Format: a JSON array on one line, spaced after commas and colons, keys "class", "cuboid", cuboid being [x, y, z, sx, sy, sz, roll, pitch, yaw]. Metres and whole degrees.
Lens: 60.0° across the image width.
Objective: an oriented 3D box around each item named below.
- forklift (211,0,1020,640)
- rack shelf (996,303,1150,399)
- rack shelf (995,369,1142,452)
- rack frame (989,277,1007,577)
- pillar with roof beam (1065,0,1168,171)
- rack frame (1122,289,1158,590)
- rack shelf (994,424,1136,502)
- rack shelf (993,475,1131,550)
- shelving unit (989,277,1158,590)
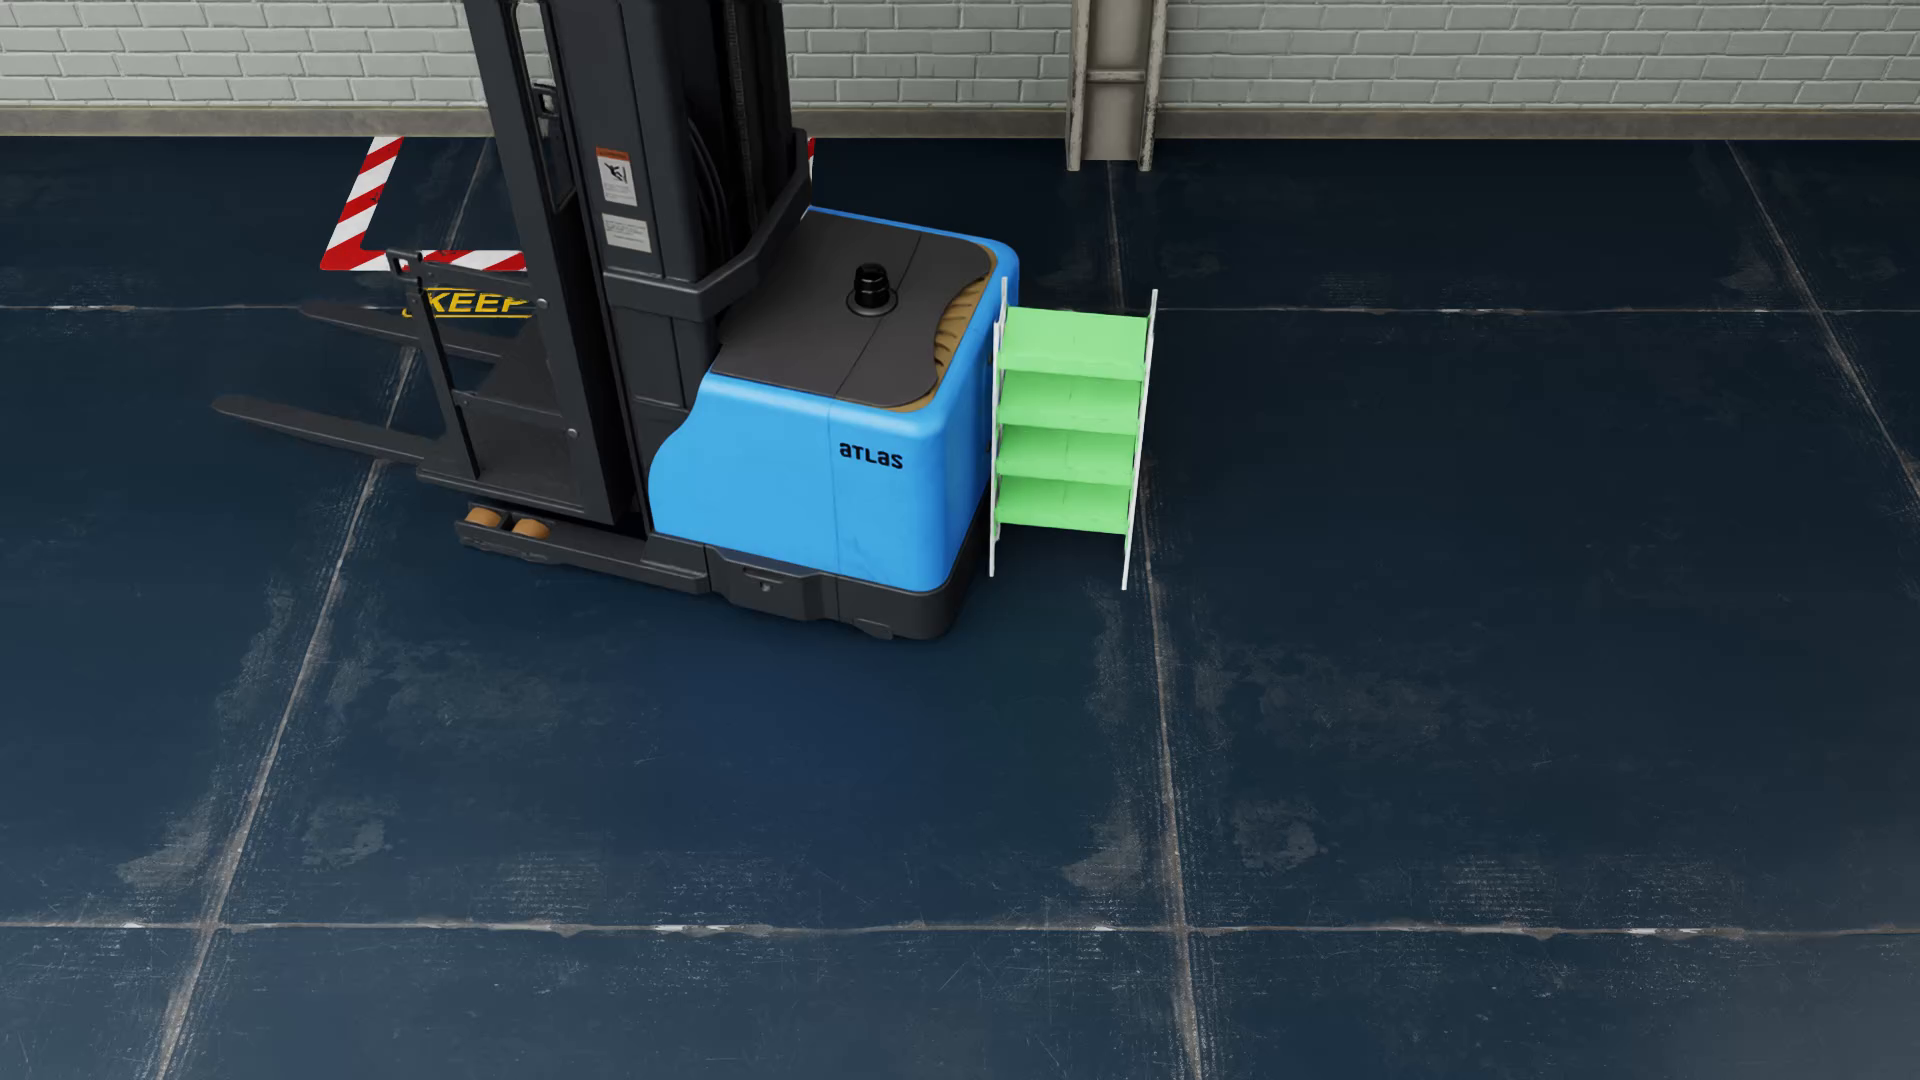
[{"class": "forklift", "cuboid": [-1.355, -1.272, 5.432, 3.031, 2.935, 1.130, 13, 48, 12]}, {"class": "rack shelf", "cuboid": [0.372, -0.619, 5.438, 0.480, 0.148, 0.258, 5, 47, 5]}, {"class": "rack shelf", "cuboid": [0.372, -0.456, 5.614, 0.480, 0.148, 0.258, 5, 47, 5]}, {"class": "rack frame", "cuboid": [0.130, -0.359, 5.764, 0.015, 1.200, 0.240, 5, 47, 5]}, {"class": "pillar with roof beam", "cuboid": [0.692, -1.777, 1.756, 0.400, 9.000, 9.100, 0, 47, 0]}, {"class": "rack frame", "cuboid": [0.614, -0.312, 5.721, 0.015, 1.200, 0.240, 5, 47, 5]}, {"class": "rack shelf", "cuboid": [0.372, -0.292, 5.790, 0.480, 0.148, 0.258, 5, 47, 5]}, {"class": "rack shelf", "cuboid": [0.372, -0.129, 5.965, 0.480, 0.148, 0.258, 5, 47, 5]}, {"class": "shelving unit", "cuboid": [0.372, -0.336, 5.743, 0.503, 1.200, 0.258, 5, 47, 5]}]
